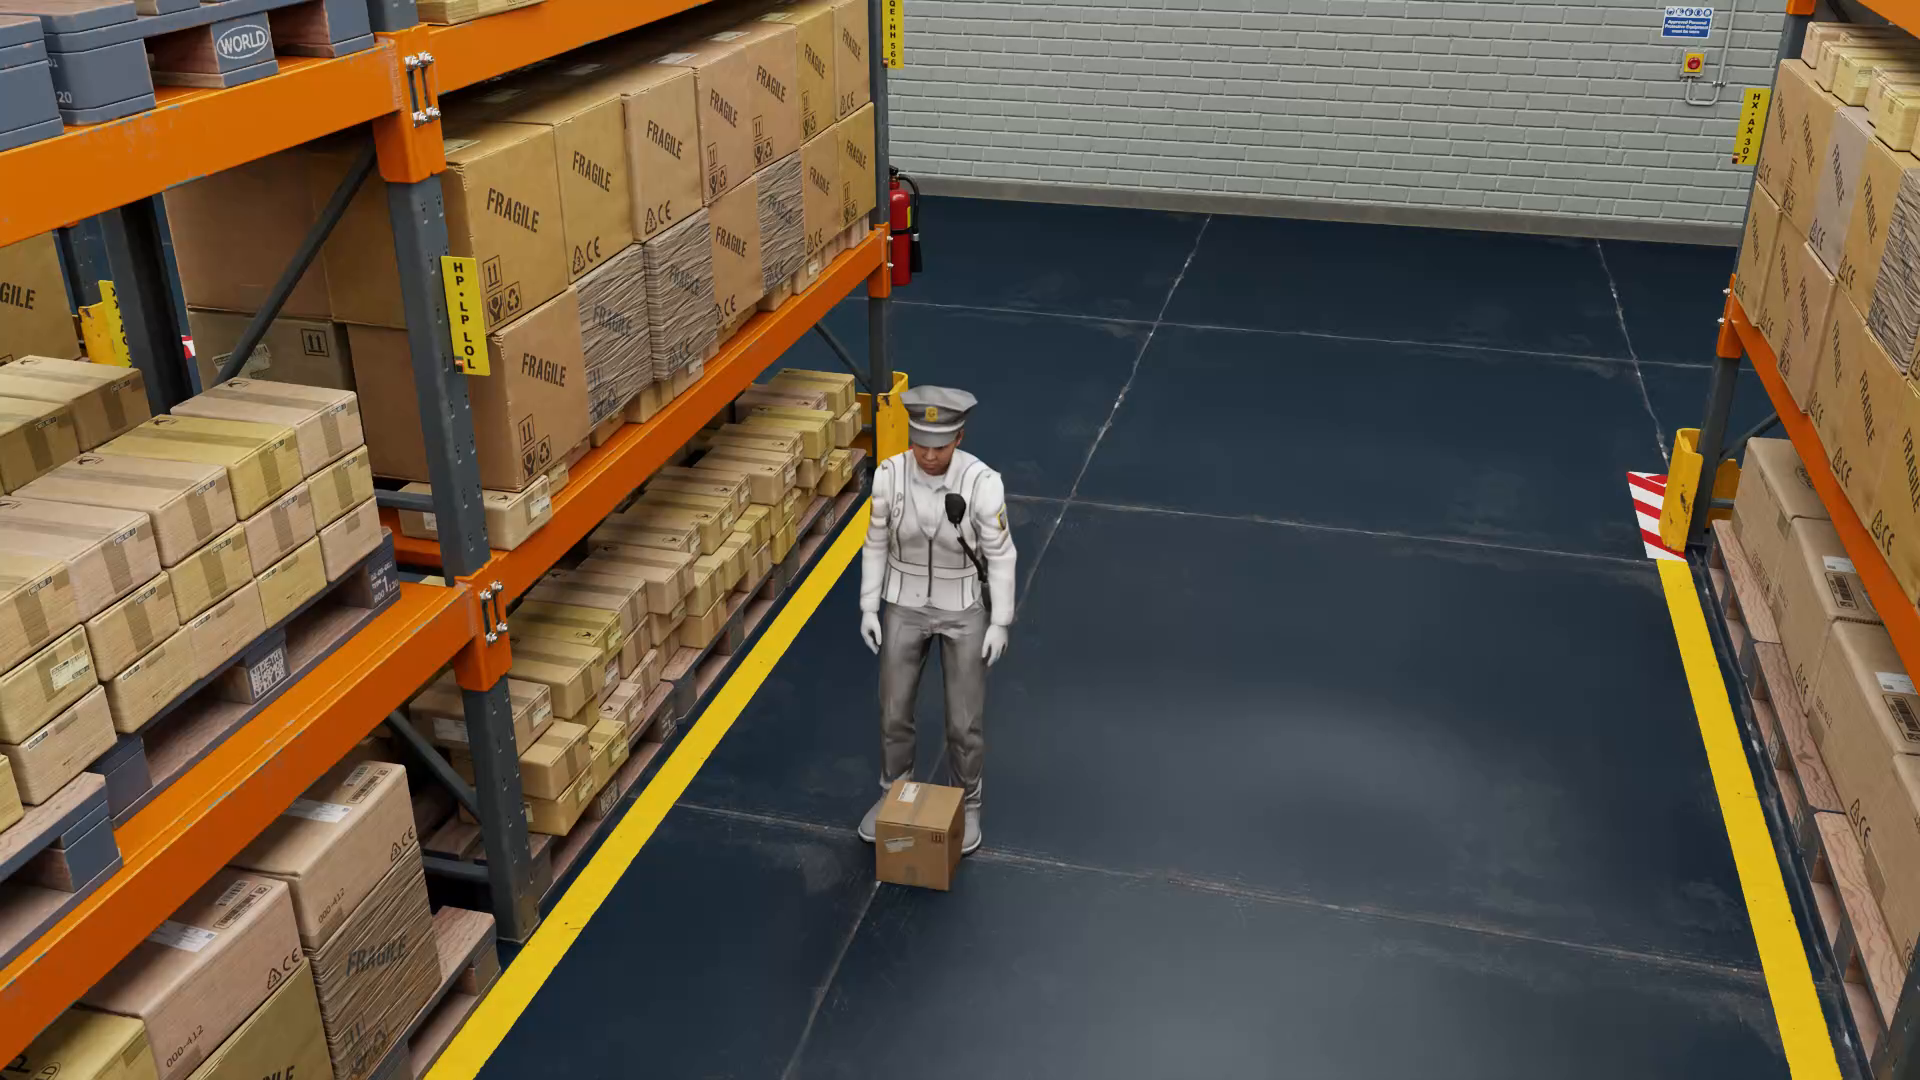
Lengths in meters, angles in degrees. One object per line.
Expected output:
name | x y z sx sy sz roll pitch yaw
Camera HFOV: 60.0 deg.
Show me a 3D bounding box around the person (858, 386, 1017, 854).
person | -0.080 0.261 5.558 0.524 1.662 0.373 5 26 11
